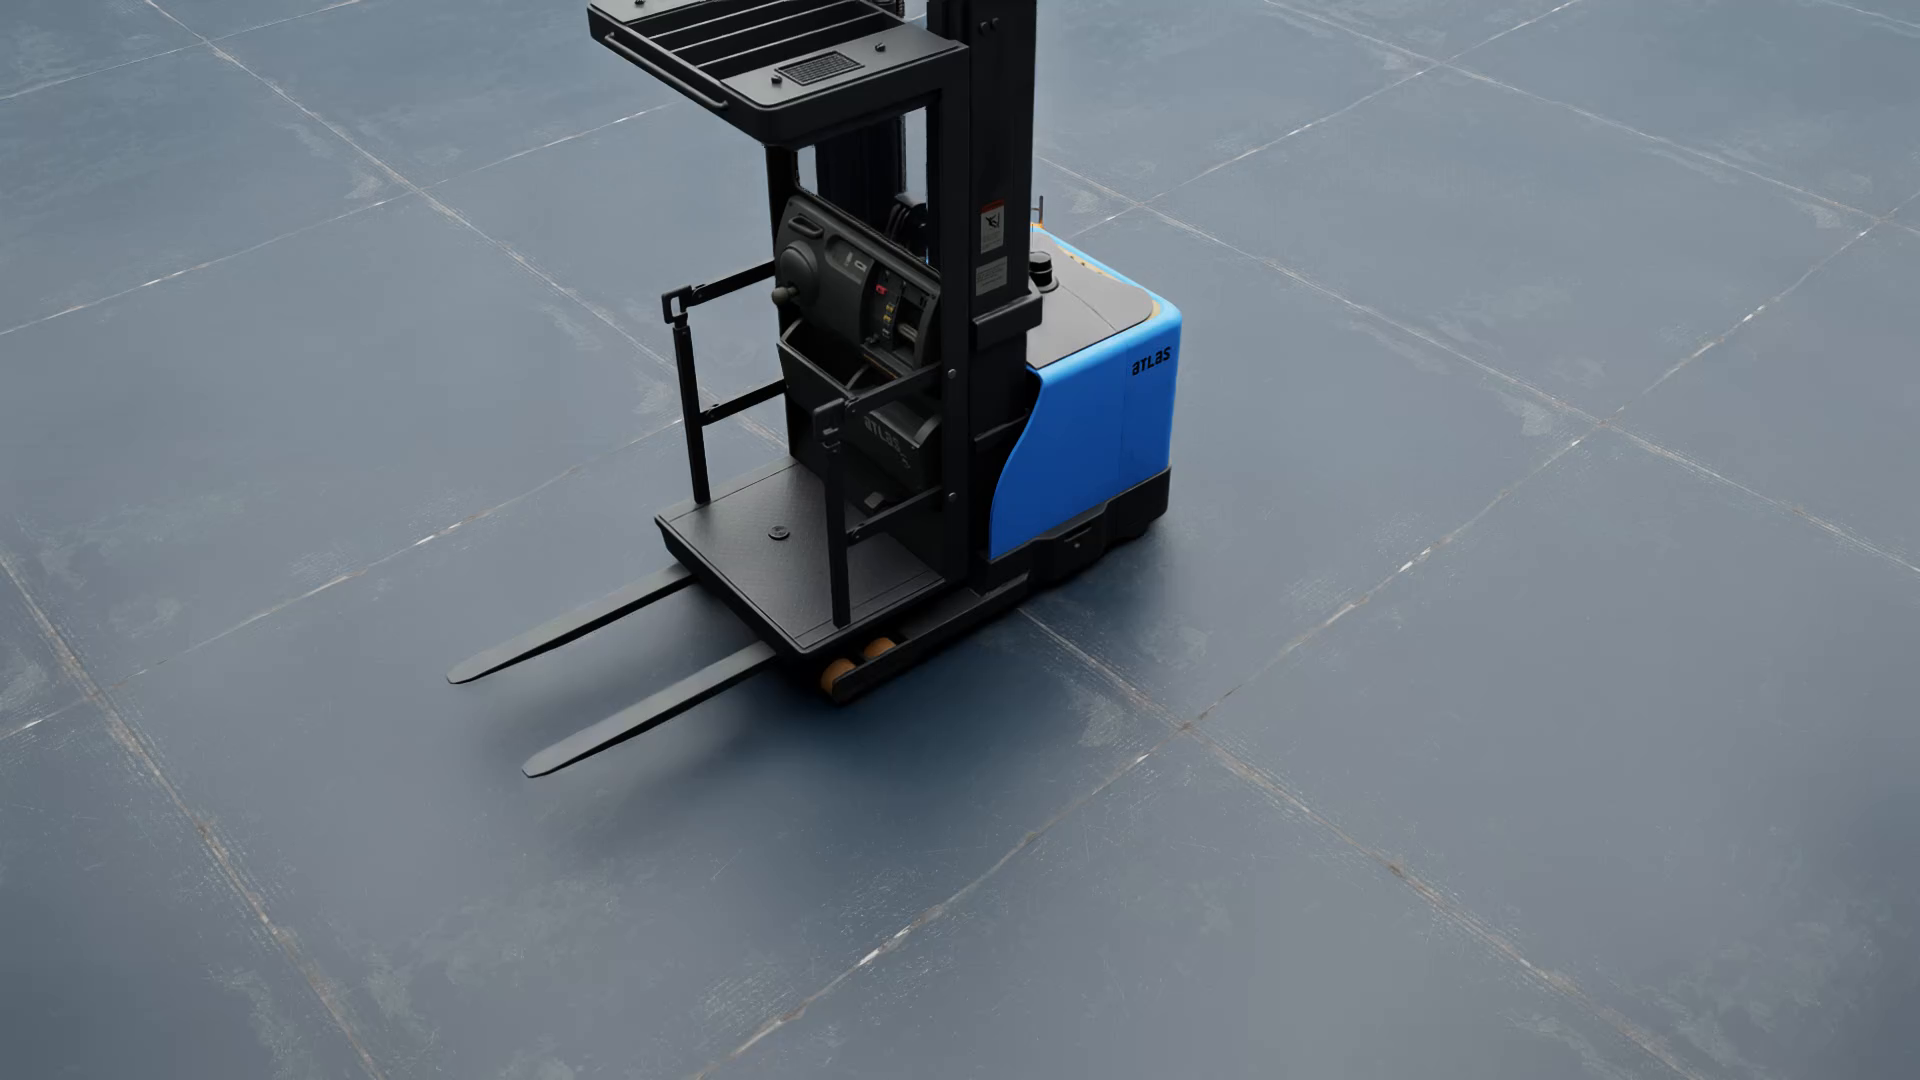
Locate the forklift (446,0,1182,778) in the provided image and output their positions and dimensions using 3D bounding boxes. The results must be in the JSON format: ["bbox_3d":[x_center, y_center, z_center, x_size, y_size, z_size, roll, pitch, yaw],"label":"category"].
[{"bbox_3d":[-0.551,-0.889,6.018,3.031,2.935,1.130,-27,46,-29],"label":"forklift"}]

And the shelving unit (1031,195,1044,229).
[{"bbox_3d":[0.240,-1.094,7.769,0.215,1.050,0.252,13,41,16],"label":"shelving unit"}]

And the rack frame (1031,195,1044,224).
[{"bbox_3d":[0.282,-1.166,7.858,0.200,1.050,0.008,13,41,16],"label":"rack frame"}]

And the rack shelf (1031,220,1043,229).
[{"bbox_3d":[0.240,-1.307,7.598,0.215,0.259,0.240,13,41,16],"label":"rack shelf"}]
